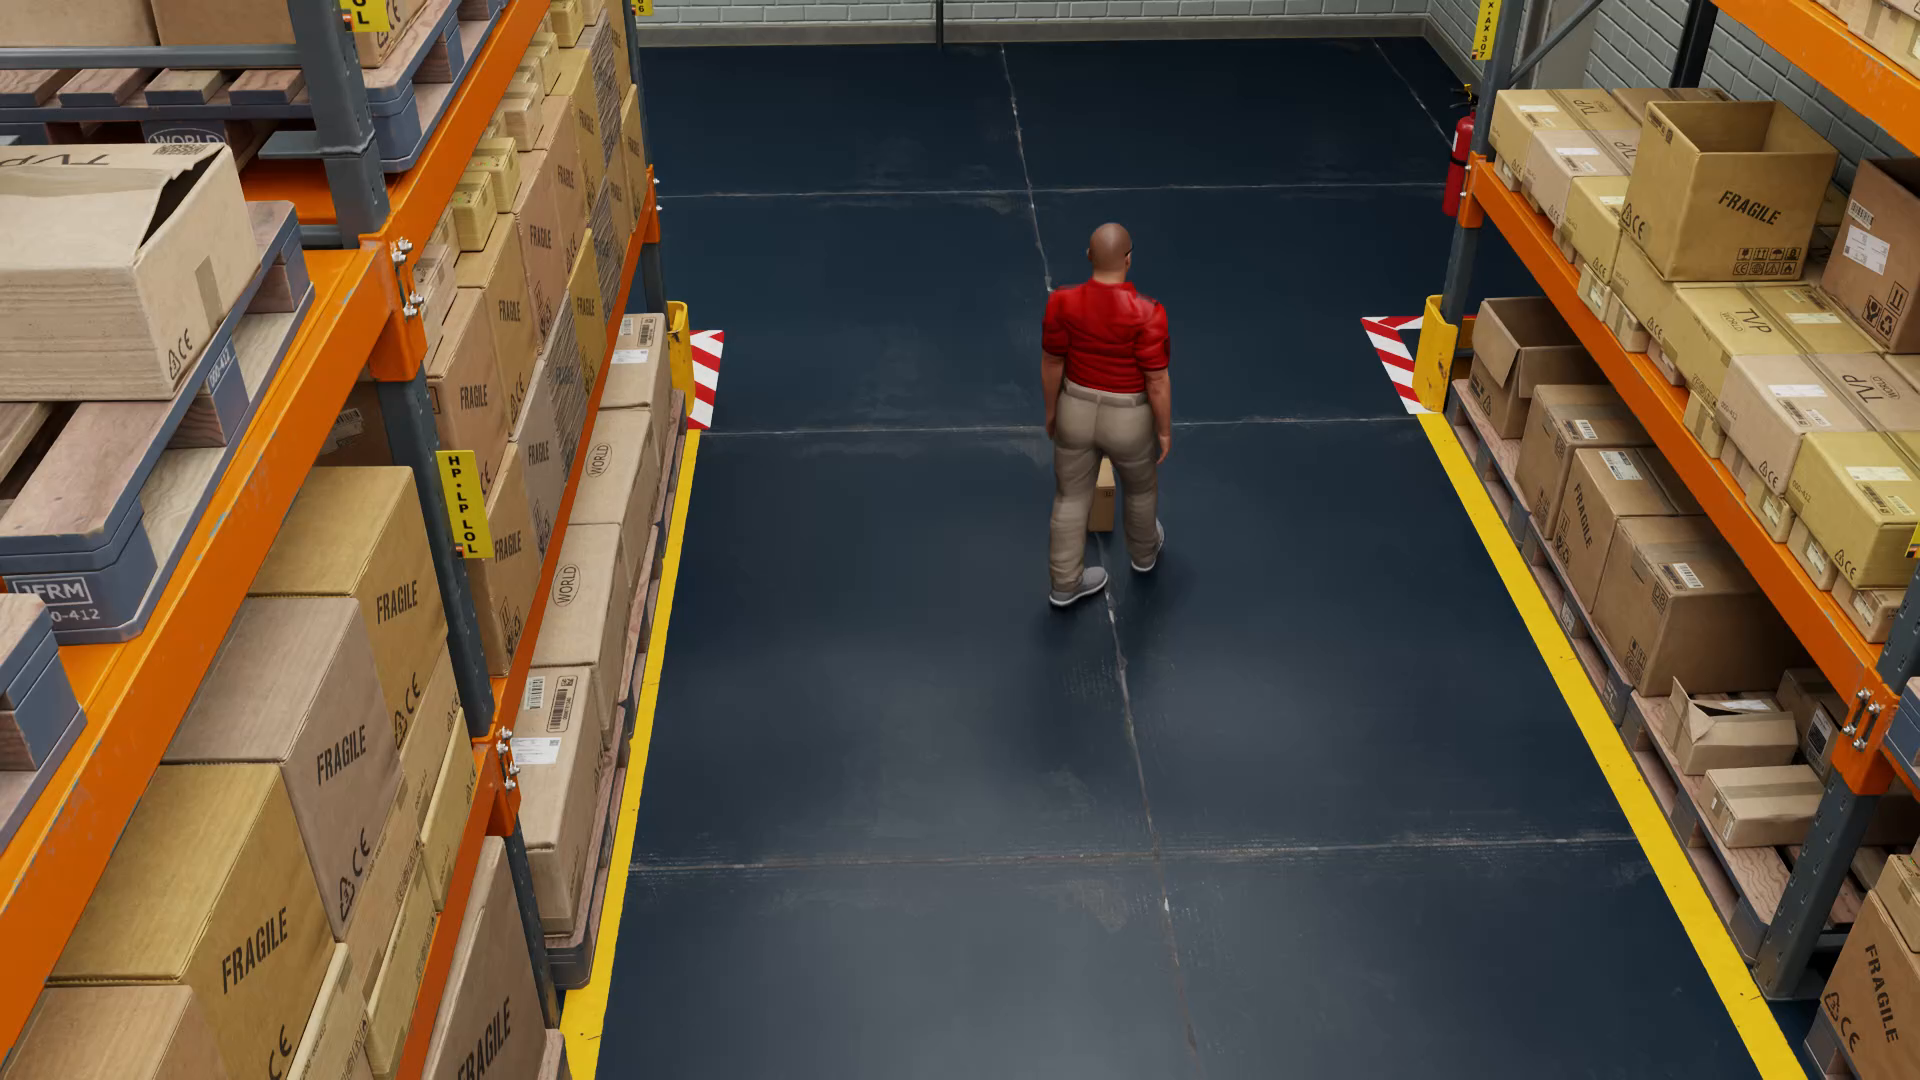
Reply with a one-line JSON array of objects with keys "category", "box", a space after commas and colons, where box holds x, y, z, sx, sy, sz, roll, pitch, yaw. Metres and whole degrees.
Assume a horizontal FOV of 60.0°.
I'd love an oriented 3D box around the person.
[{"category": "person", "box": [0.647, -0.567, 6.959, 0.566, 1.714, 0.694, 12, 37, 16]}]
